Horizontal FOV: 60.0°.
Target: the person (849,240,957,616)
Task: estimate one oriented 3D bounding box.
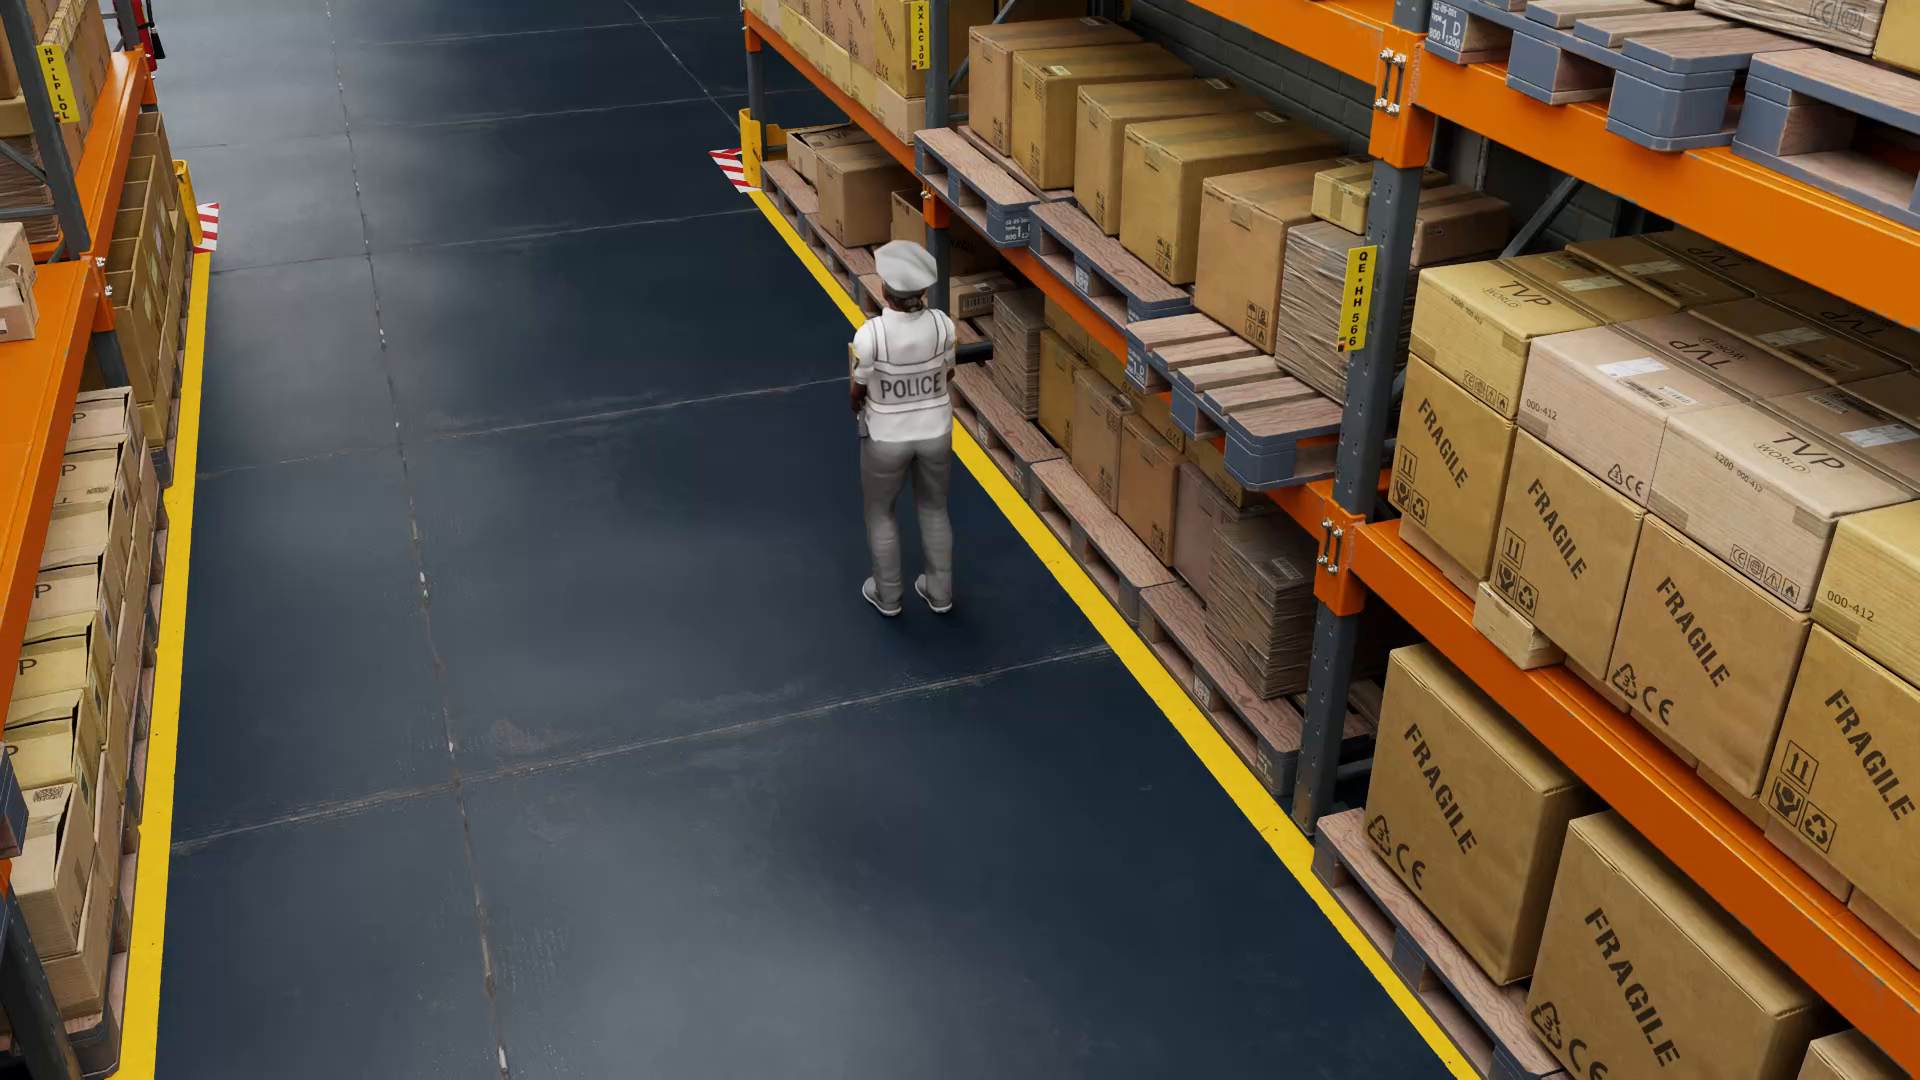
[{"bbox_3d":[-0.247,-0.465,6.906,0.449,1.688,0.539,-10,32,-17],"label":"person"}]
